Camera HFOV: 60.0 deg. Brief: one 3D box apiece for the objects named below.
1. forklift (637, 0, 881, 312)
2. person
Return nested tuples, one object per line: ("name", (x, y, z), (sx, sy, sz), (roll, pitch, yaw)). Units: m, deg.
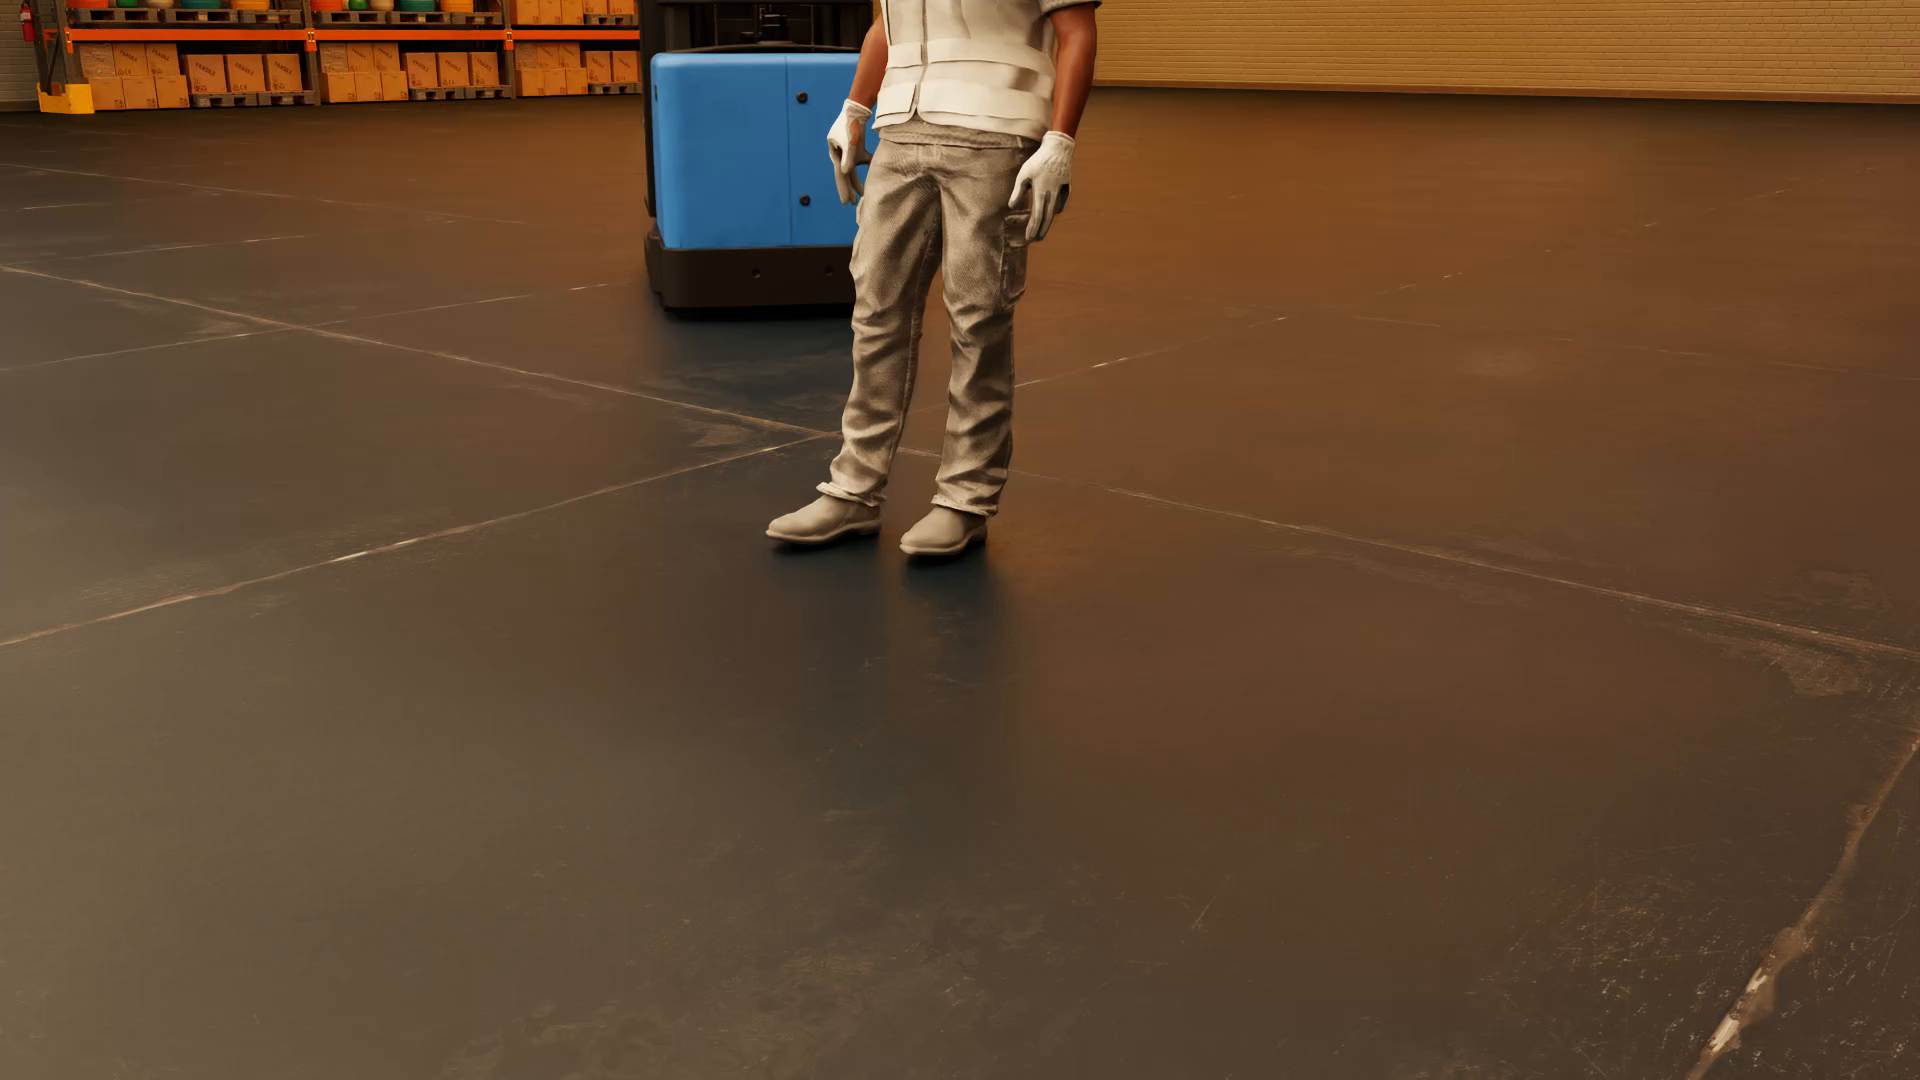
("forklift", (-1.001, -2.741, 7.925), (1.130, 2.935, 3.031), (-3, 17, -11))
("person", (-0.053, -0.845, 3.632), (0.657, 1.785, 0.575), (13, 21, 37))
